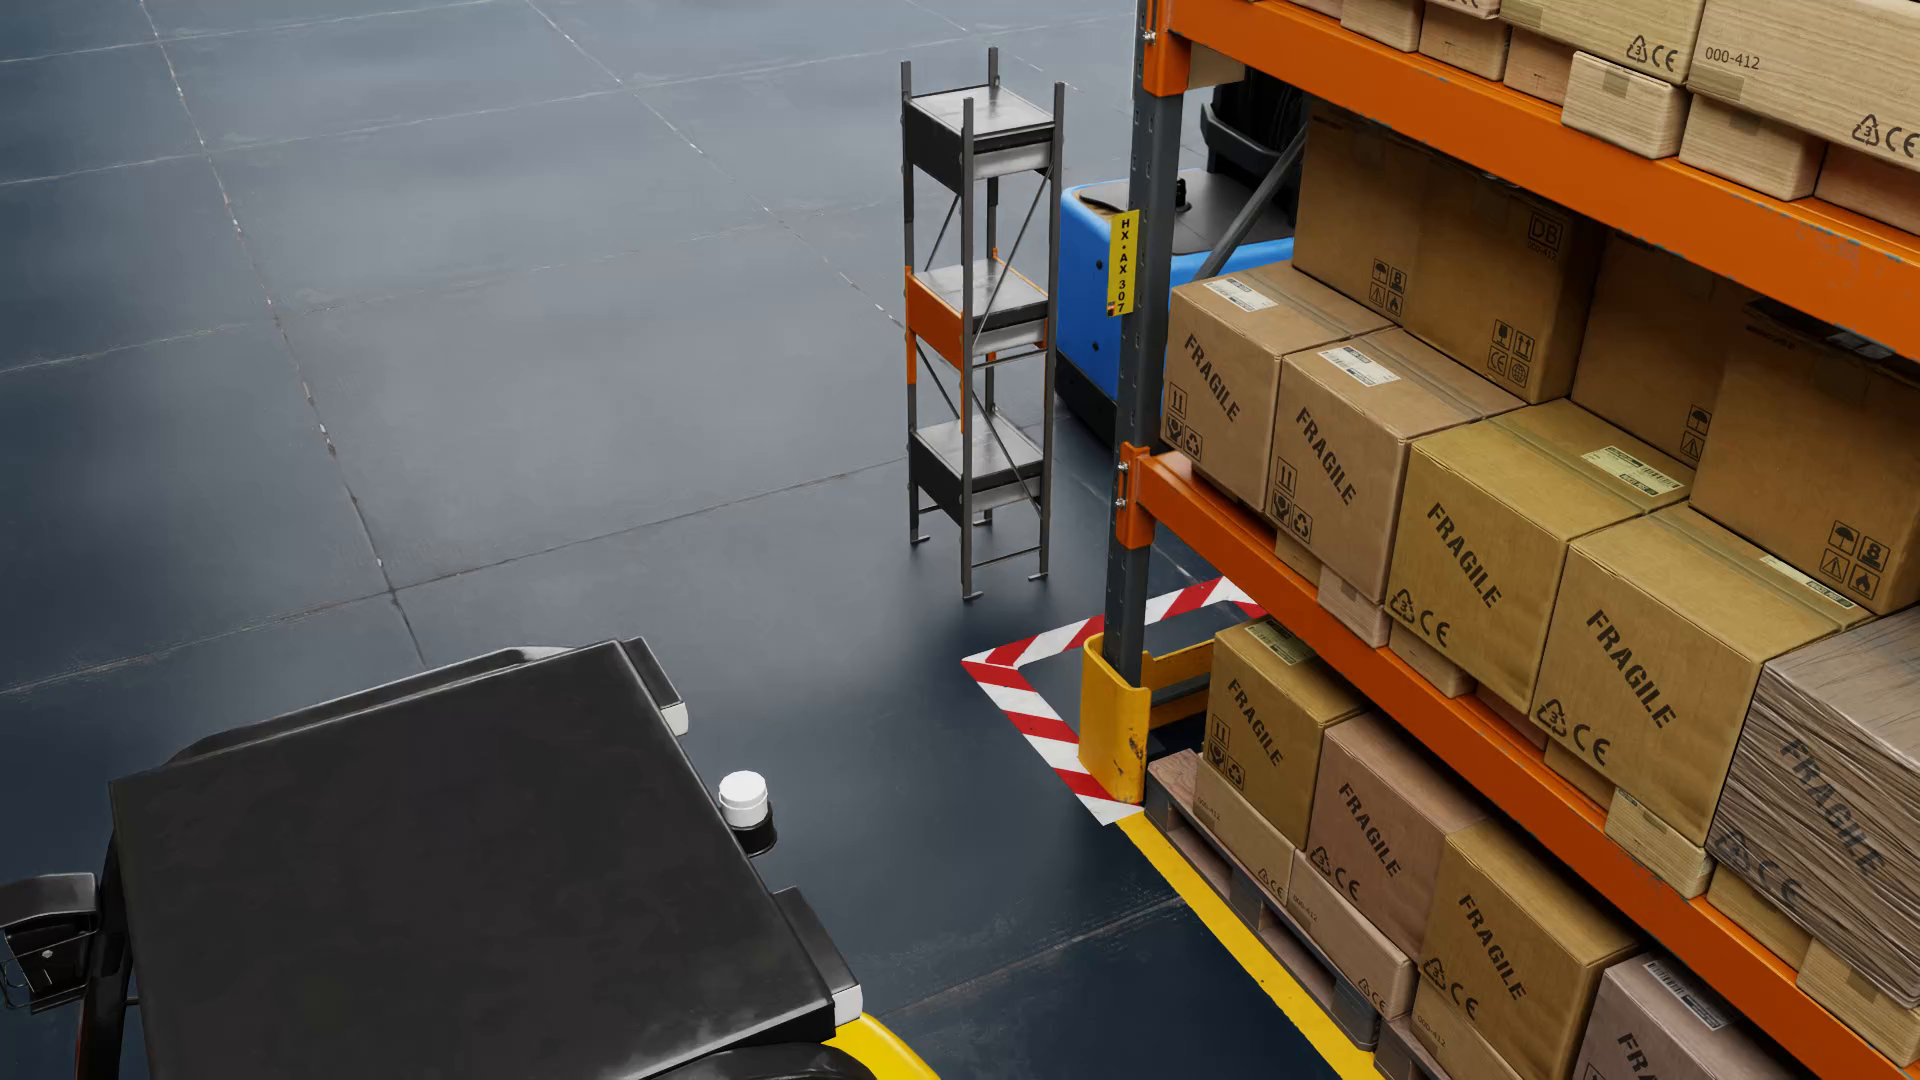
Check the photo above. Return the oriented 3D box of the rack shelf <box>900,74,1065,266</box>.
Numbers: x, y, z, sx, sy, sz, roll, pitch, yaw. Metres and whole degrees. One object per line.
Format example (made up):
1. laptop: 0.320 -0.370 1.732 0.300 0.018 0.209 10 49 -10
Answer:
1. rack shelf: 0.077 -1.383 6.190 0.431 0.518 0.480 -16 36 -23

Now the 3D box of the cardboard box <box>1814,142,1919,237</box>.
1. cardboard box: 1.778 -0.677 2.978 0.380 0.149 0.250 -16 36 -24

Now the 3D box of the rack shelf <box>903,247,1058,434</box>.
1. rack shelf: 0.077 -0.794 6.568 0.431 0.518 0.480 -16 36 -23

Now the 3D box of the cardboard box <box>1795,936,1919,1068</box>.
1. cardboard box: 1.935 0.861 3.358 0.380 0.149 0.250 -16 36 -24

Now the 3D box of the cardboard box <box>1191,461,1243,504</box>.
1. cardboard box: 0.942 -0.273 5.128 0.380 0.149 0.250 -16 36 -23

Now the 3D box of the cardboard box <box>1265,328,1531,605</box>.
1. cardboard box: 1.186 -0.218 4.441 0.500 0.500 0.500 -15 35 -22

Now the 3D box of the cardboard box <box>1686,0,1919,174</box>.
1. cardboard box: 1.676 -0.879 2.923 0.500 0.250 0.500 -15 36 -22

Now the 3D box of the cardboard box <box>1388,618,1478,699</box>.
1. cardboard box: 1.352 0.239 4.330 0.380 0.149 0.250 -15 36 -22

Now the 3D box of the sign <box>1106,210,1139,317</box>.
1. sign: 0.487 -0.821 4.948 0.100 0.325 0.005 -16 36 -23

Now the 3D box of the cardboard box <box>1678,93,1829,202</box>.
1. cardboard box: 1.599 -0.779 3.137 0.380 0.149 0.250 -17 36 -24

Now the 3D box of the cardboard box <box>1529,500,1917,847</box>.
1. cardboard box: 1.669 0.265 3.687 0.500 0.500 0.500 -17 36 -24

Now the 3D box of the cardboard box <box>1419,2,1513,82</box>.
1. cardboard box: 1.266 -1.160 3.733 0.380 0.149 0.250 -16 36 -23

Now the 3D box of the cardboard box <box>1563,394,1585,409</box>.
1. cardboard box: 1.693 -0.330 4.617 0.500 0.500 0.500 -16 36 -23

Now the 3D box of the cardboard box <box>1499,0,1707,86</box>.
1. cardboard box: 1.454 -1.128 3.312 0.500 0.250 0.500 -15 35 -22

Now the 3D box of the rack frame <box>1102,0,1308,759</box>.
1. rack frame: 0.967 -0.593 5.395 1.000 3.000 0.127 -16 36 -23

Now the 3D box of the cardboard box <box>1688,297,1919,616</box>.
1. cardboard box: 2.066 -0.258 3.577 0.700 0.500 0.500 -16 36 -23

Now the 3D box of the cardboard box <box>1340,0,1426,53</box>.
1. cardboard box: 1.129 -1.272 3.908 0.380 0.149 0.250 -15 36 -22

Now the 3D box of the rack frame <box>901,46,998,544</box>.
1. rack frame: -0.037 -0.922 6.742 0.400 2.100 0.015 -16 36 -23

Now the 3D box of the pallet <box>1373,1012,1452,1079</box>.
1. pallet: 1.914 1.596 4.564 1.003 0.211 1.213 -16 36 -23

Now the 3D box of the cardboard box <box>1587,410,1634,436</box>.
1. cardboard box: 1.923 -0.091 4.243 0.500 0.500 0.500 -16 36 -23

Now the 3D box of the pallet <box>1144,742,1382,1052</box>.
1. pallet: 1.350 1.014 5.471 1.003 0.211 1.213 -16 36 -23

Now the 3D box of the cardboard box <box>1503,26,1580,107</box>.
1. cardboard box: 1.393 -1.035 3.537 0.380 0.149 0.250 -17 36 -25

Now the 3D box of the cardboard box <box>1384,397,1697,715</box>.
1. cardboard box: 1.425 0.025 4.062 0.500 0.500 0.500 -17 36 -24

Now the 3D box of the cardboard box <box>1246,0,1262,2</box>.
1. cardboard box: 0.834 -1.510 4.279 0.380 0.149 0.250 -16 36 -23

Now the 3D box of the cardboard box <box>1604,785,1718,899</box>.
1. cardboard box: 1.691 0.618 3.738 0.380 0.149 0.250 -16 36 -23

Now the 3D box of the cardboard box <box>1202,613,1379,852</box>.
1. cardboard box: 1.110 0.538 5.094 0.500 0.500 0.500 -17 36 -25

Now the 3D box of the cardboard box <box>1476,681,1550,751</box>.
1. cardboard box: 1.528 0.350 4.156 0.380 0.149 0.250 -15 35 -22

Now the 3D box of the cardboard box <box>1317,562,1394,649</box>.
1. cardboard box: 1.202 0.124 4.509 0.380 0.149 0.250 -15 36 -22

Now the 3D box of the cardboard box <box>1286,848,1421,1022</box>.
1. cardboard box: 1.329 1.088 4.931 0.500 0.250 0.500 -15 35 -21

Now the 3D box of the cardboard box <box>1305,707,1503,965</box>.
1. cardboard box: 1.357 0.786 4.706 0.500 0.500 0.500 -17 36 -25

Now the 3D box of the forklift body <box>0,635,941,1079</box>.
1. forklift body: -0.925 1.461 2.976 2.313 2.155 1.214 -16 36 -23

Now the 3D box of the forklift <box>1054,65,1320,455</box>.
1. forklift: 2.000 -2.054 7.739 3.031 2.935 1.130 -13 35 -19

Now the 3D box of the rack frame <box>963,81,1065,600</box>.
1. rack frame: 0.191 -0.689 6.379 0.400 2.100 0.015 -16 36 -23

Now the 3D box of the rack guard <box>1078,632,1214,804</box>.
1. rack guard: 1.002 0.496 6.012 1.175 0.500 0.348 -16 36 -23

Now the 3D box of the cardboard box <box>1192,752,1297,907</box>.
1. cardboard box: 1.098 0.843 5.314 0.500 0.250 0.500 -16 36 -23

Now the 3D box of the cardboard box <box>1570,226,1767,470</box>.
1. cardboard box: 1.956 -0.531 4.004 0.700 0.500 0.500 -16 36 -24

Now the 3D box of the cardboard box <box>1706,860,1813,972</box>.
1. cardboard box: 1.843 0.731 3.561 0.380 0.149 0.250 -17 36 -24

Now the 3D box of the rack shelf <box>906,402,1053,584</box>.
1. rack shelf: 0.077 -0.204 6.945 0.431 0.518 0.480 -16 36 -23

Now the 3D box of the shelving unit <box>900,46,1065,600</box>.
1. shelving unit: 0.077 -0.805 6.560 0.431 2.100 0.503 -16 36 -23

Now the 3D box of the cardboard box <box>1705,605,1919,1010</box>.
1. cardboard box: 1.912 0.509 3.307 0.500 0.500 0.500 -15 36 -22

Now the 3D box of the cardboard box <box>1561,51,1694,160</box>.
1. cardboard box: 1.440 -0.894 3.318 0.380 0.149 0.250 -15 36 -23

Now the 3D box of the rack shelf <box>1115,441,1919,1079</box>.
1. rack shelf: 1.899 0.665 4.099 1.077 0.370 4.000 -16 36 -23

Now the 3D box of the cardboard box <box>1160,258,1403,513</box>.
1. cardboard box: 0.942 -0.464 4.826 0.500 0.500 0.500 -16 36 -24

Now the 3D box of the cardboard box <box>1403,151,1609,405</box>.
1. cardboard box: 1.627 -0.749 4.343 0.700 0.500 0.500 -16 36 -23

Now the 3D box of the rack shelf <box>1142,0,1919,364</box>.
1. rack shelf: 1.899 -0.599 3.290 1.077 0.370 4.000 -16 36 -23

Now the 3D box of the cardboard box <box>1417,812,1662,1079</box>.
1. cardboard box: 1.584 1.028 4.329 0.500 0.500 0.500 -15 36 -22

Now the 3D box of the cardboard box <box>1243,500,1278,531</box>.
1. cardboard box: 1.072 -0.156 4.946 0.380 0.149 0.250 -15 36 -22

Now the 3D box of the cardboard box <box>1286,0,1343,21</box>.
1. cardboard box: 1.036 -1.407 4.118 0.380 0.149 0.250 -17 36 -25

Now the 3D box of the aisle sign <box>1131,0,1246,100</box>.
1. aisle sign: 0.663 -1.639 4.618 0.394 0.787 0.004 -16 36 -23

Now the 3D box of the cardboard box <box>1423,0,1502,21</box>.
1. cardboard box: 1.192 -1.368 3.688 0.500 0.250 0.500 -16 36 -24

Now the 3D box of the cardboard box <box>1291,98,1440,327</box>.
1. cardboard box: 1.398 -0.992 4.723 0.700 0.500 0.500 -17 36 -24

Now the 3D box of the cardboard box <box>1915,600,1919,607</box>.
1. cardboard box: 2.143 0.156 3.858 0.500 0.500 0.500 -15 36 -23

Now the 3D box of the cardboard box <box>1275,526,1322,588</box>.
1. cardboard box: 1.124 -0.009 4.716 0.380 0.149 0.250 -17 36 -25

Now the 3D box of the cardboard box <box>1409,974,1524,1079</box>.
1. cardboard box: 1.595 1.345 4.529 0.500 0.250 0.500 -13 35 -20

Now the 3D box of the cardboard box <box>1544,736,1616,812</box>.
1. cardboard box: 1.625 0.483 3.948 0.380 0.149 0.250 -17 36 -24

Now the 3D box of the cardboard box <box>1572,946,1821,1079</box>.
1. cardboard box: 1.841 1.281 3.935 0.500 0.500 0.500 -14 35 -21
